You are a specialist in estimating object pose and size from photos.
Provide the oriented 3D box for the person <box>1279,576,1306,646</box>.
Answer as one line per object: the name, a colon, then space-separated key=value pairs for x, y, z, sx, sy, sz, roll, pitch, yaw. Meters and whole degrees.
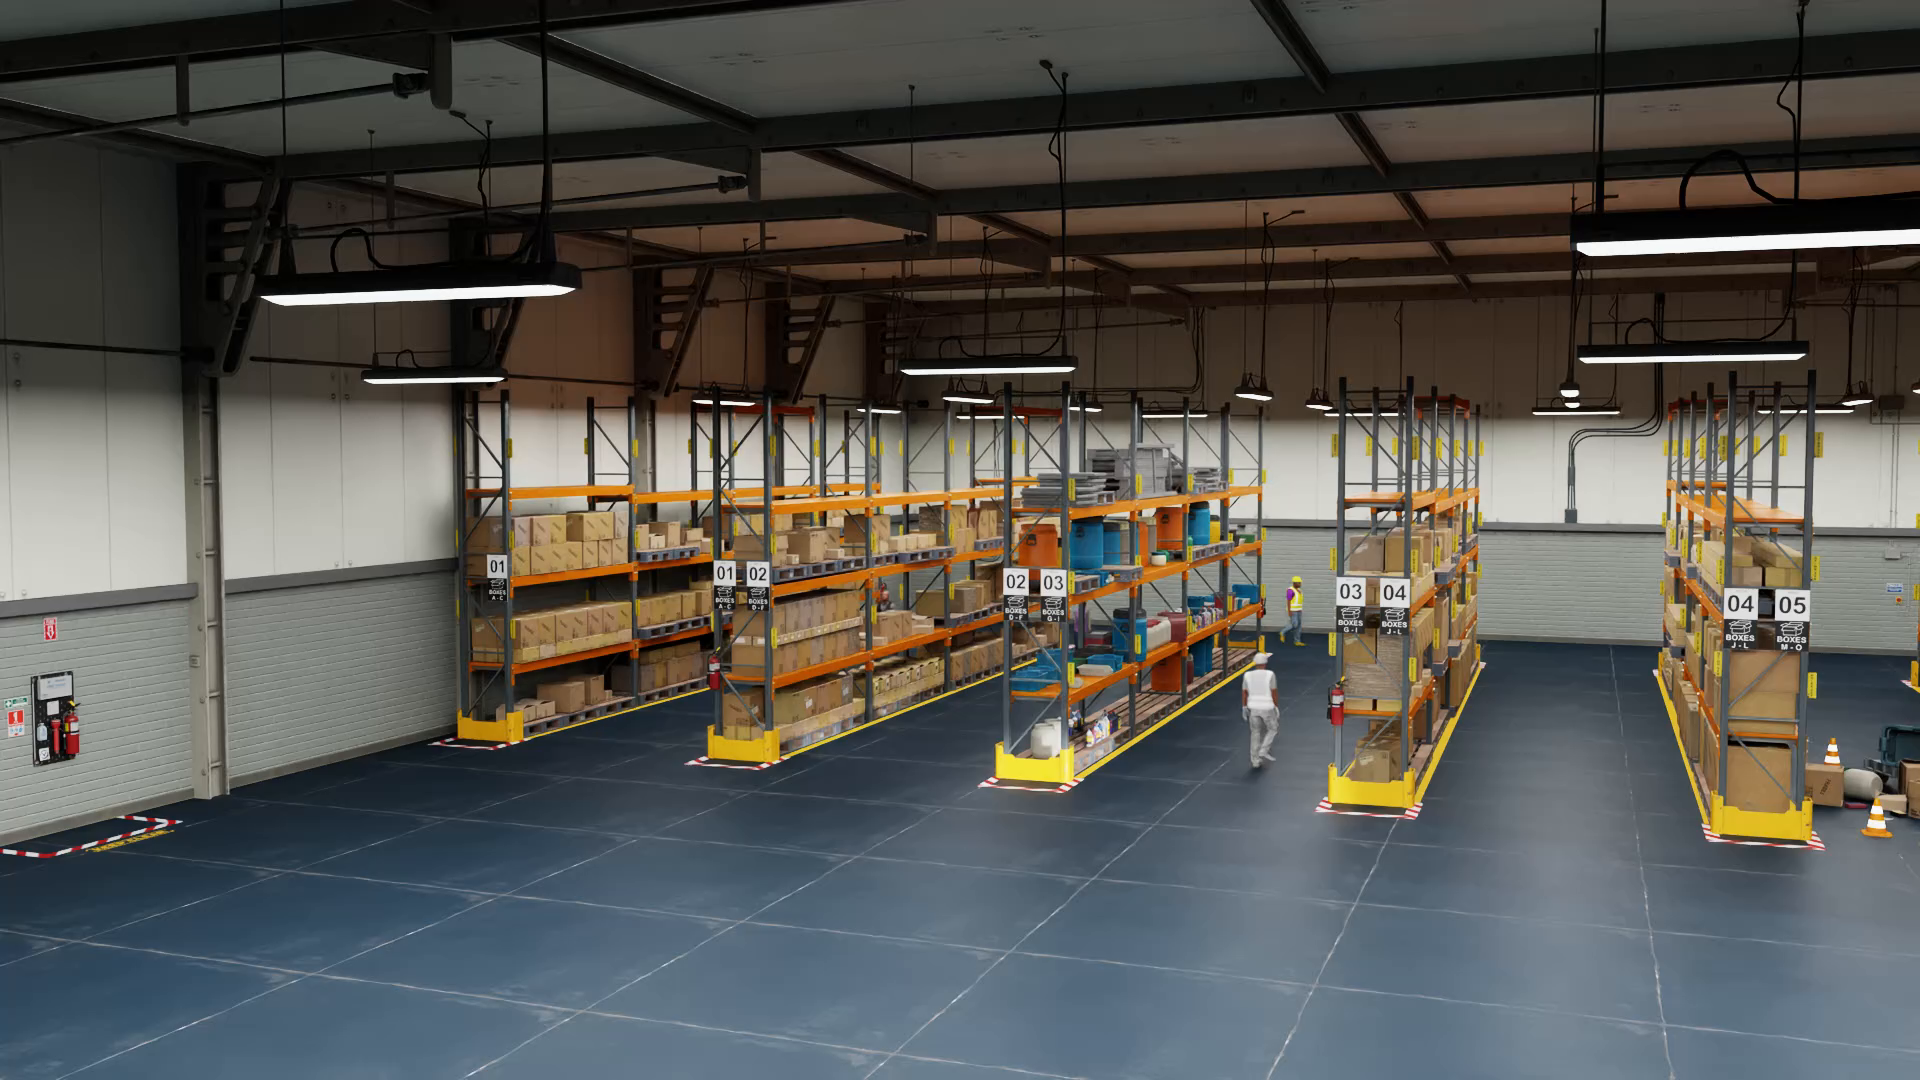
person: x=8.428 y=1.794 z=42.061 sx=0.635 sy=1.763 sz=0.627 roll=3 pitch=4 yaw=42

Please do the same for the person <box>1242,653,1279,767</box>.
person: x=4.720 y=2.668 z=26.149 sx=0.600 sy=1.775 sz=0.490 roll=2 pitch=4 yaw=31

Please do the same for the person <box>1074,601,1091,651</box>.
person: x=2.833 y=2.106 z=38.148 sx=0.418 sy=1.563 sz=0.768 roll=1 pitch=3 yaw=18

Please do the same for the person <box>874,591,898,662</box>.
person: x=-1.757 y=2.025 z=38.437 sx=0.626 sy=1.677 sz=1.004 roll=2 pitch=4 yaw=28
